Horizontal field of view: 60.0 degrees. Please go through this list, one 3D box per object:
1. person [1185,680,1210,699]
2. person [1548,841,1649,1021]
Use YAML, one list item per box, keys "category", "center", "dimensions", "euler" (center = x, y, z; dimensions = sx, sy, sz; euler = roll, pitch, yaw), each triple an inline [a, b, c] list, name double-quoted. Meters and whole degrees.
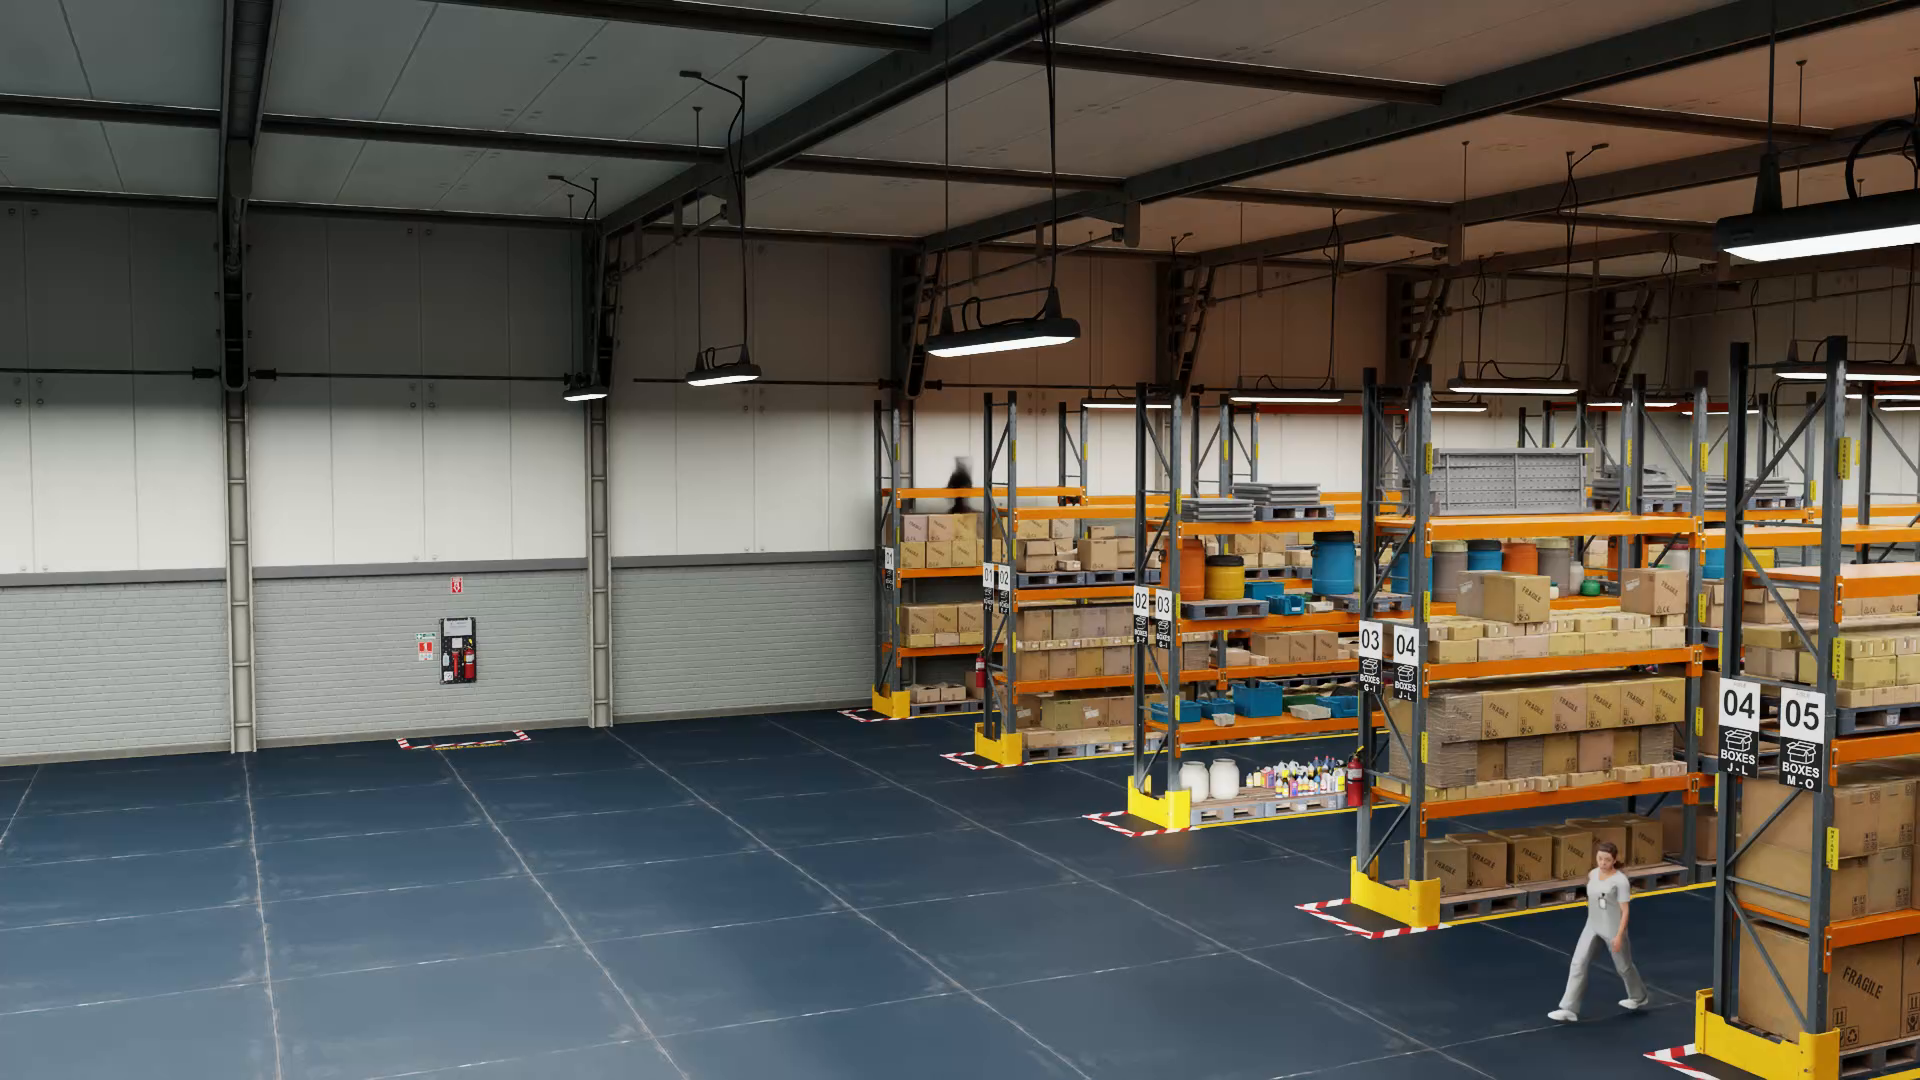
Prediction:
- category: "person"
  center: [4.391, 2.493, 30.884]
  dimensions: [0.800, 1.725, 0.640]
  euler: [-1, 4, -19]
- category: "person"
  center: [5.755, 3.480, 14.873]
  dimensions: [1.104, 1.602, 0.511]
  euler: [-2, 4, -36]
